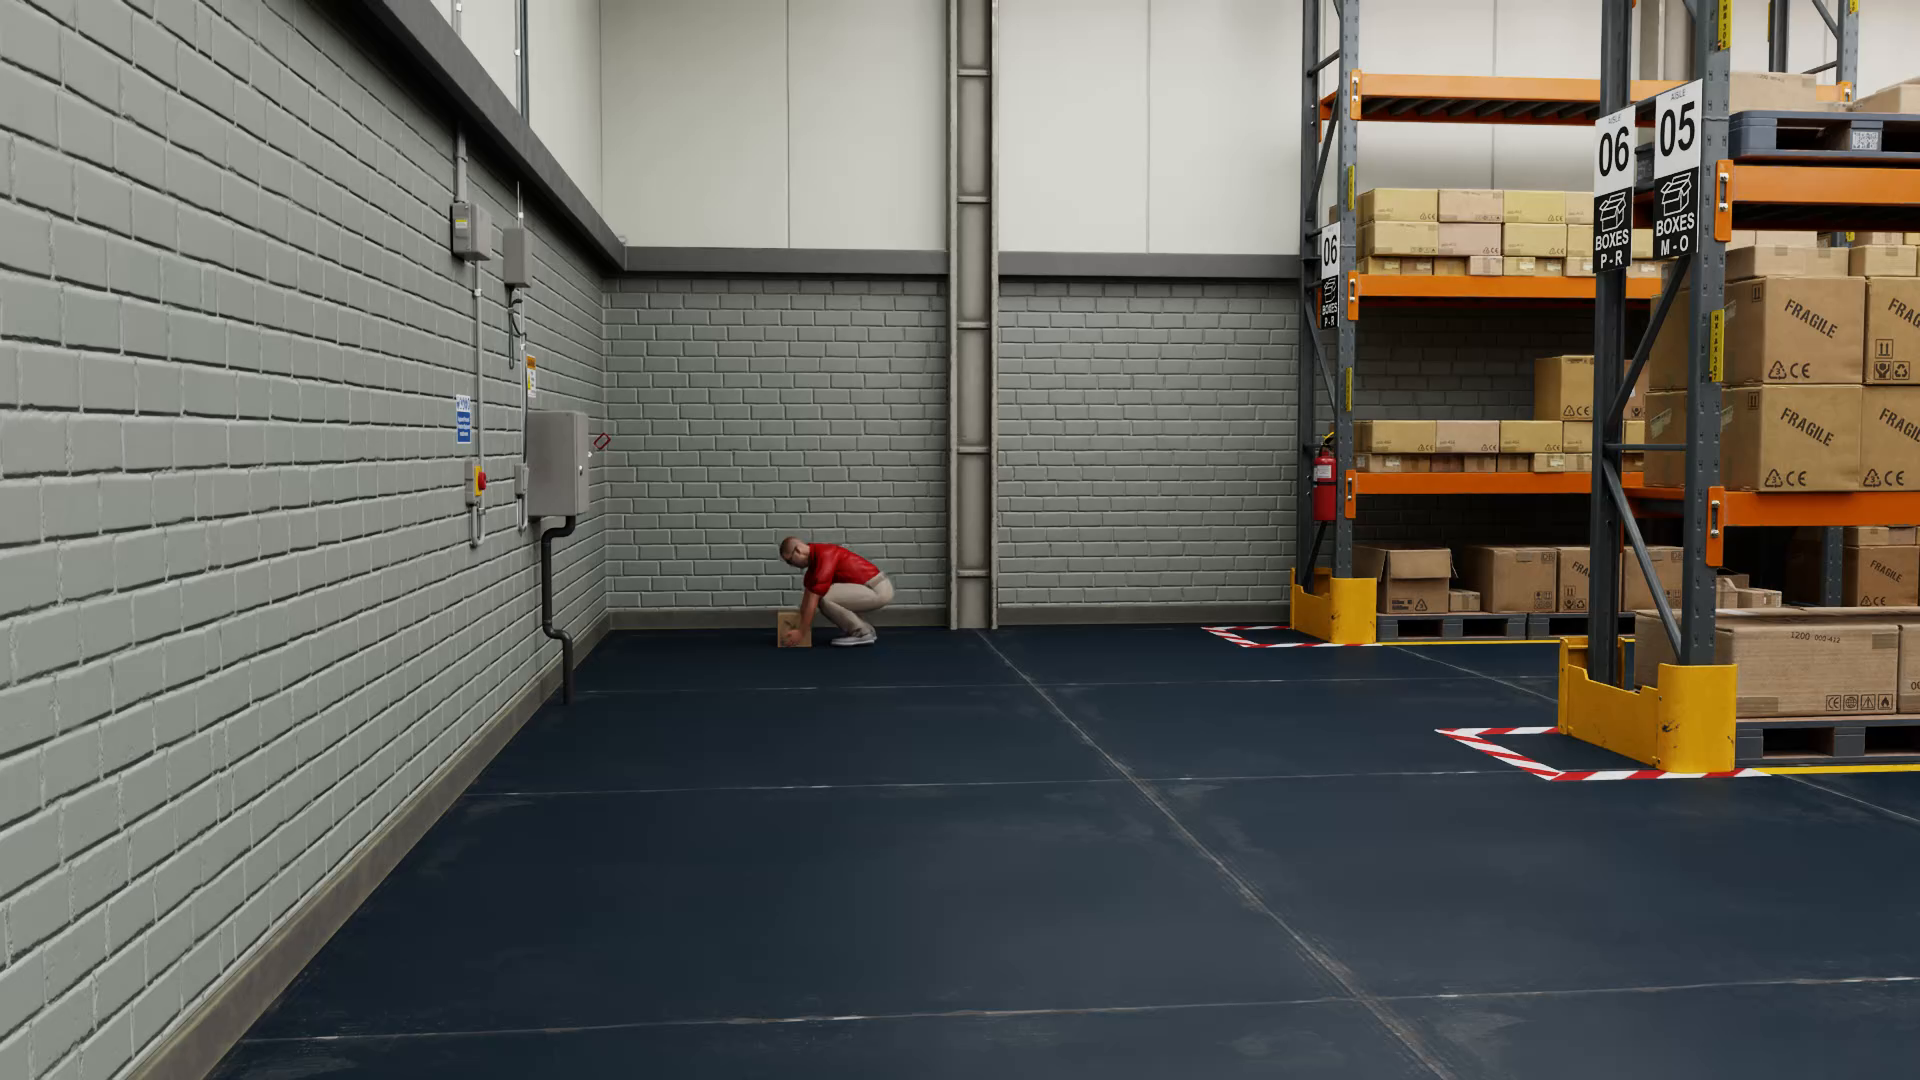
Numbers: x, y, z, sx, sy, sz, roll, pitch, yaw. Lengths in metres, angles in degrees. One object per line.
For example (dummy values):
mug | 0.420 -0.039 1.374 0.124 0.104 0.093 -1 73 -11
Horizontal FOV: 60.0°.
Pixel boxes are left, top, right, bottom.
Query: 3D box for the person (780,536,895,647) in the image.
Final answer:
person | -0.930 0.396 12.608 0.864 0.859 0.552 0 3 -6
